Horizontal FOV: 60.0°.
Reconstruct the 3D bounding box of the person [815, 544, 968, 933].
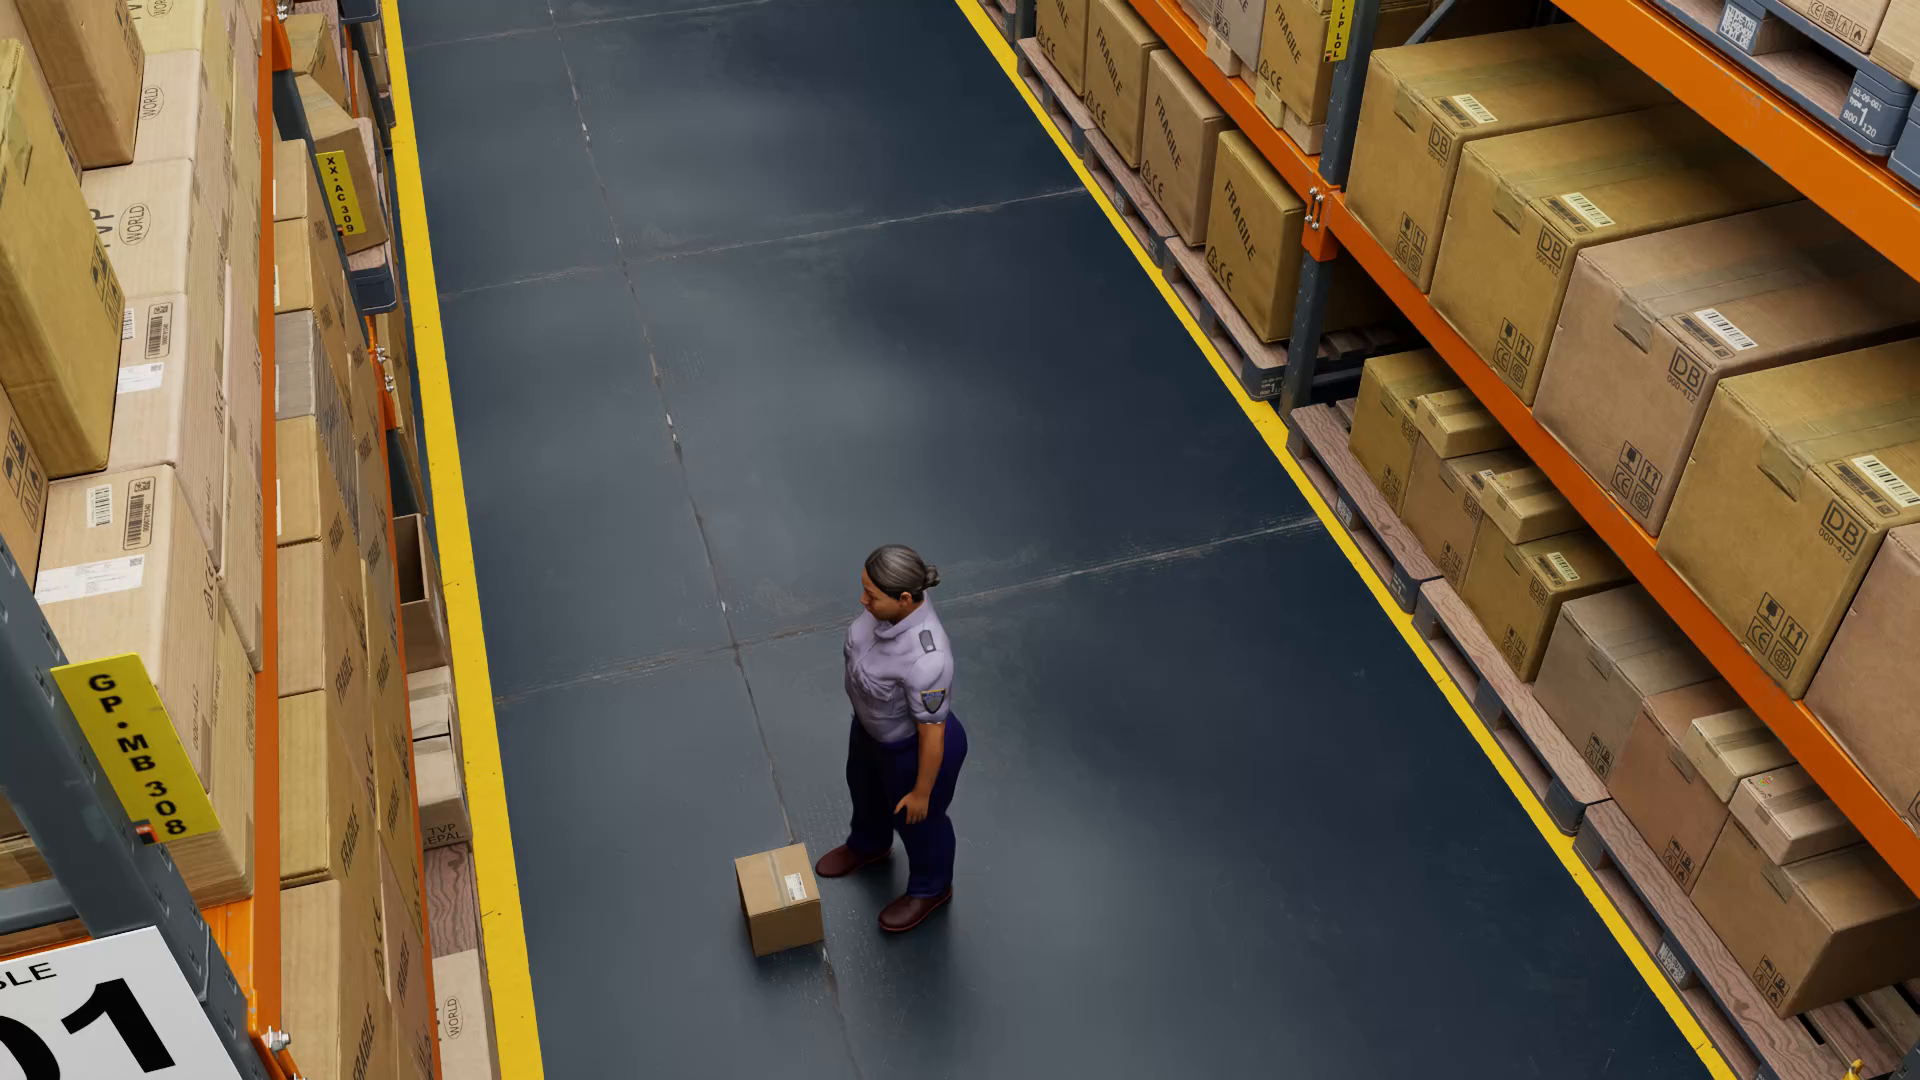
[{"bbox_3d":[-0.230,0.679,5.436,0.475,1.678,0.541,-16,45,-17],"label":"person"}]
